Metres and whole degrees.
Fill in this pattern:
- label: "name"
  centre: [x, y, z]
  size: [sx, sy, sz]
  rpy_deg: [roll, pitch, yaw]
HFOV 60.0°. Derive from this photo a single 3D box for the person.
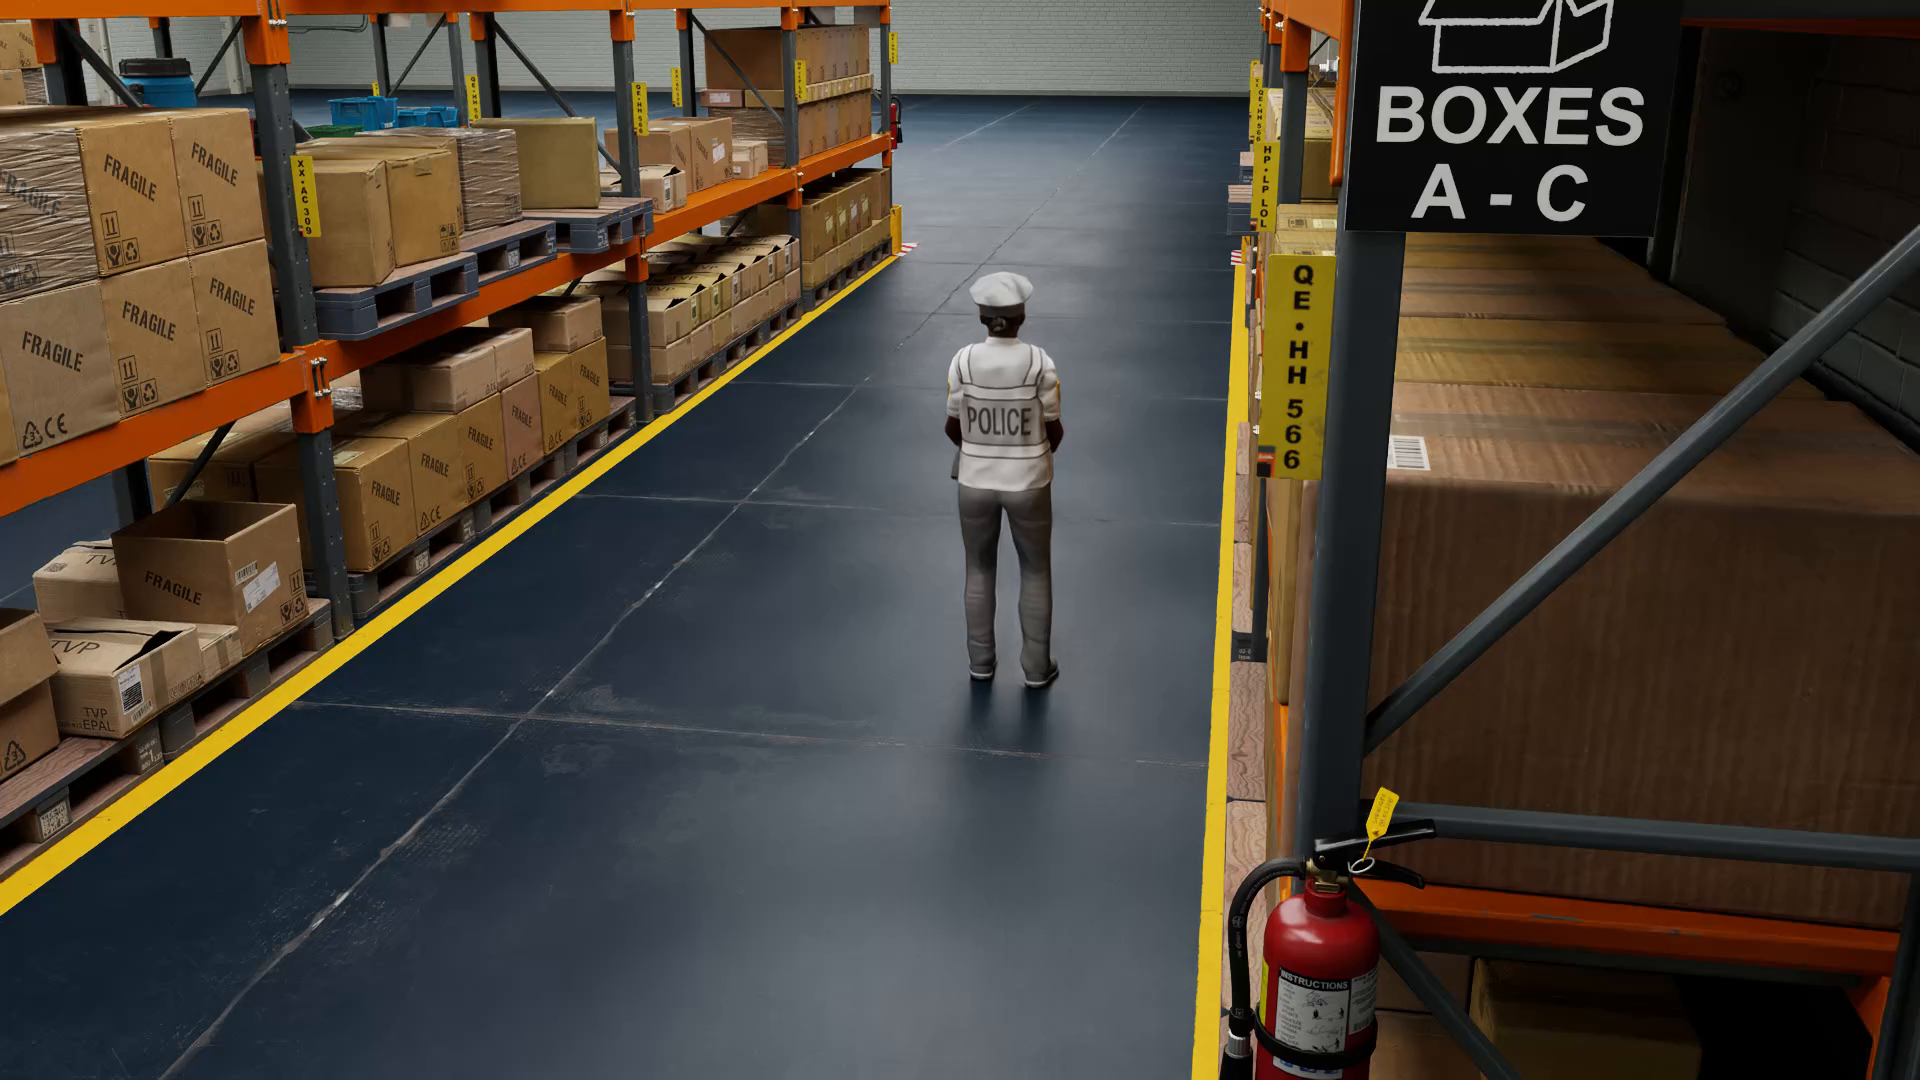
- label: "person"
  centre: [0.190, -0.222, 6.721]
  size: [0.482, 1.670, 0.423]
  rpy_deg: [2, 18, 7]
